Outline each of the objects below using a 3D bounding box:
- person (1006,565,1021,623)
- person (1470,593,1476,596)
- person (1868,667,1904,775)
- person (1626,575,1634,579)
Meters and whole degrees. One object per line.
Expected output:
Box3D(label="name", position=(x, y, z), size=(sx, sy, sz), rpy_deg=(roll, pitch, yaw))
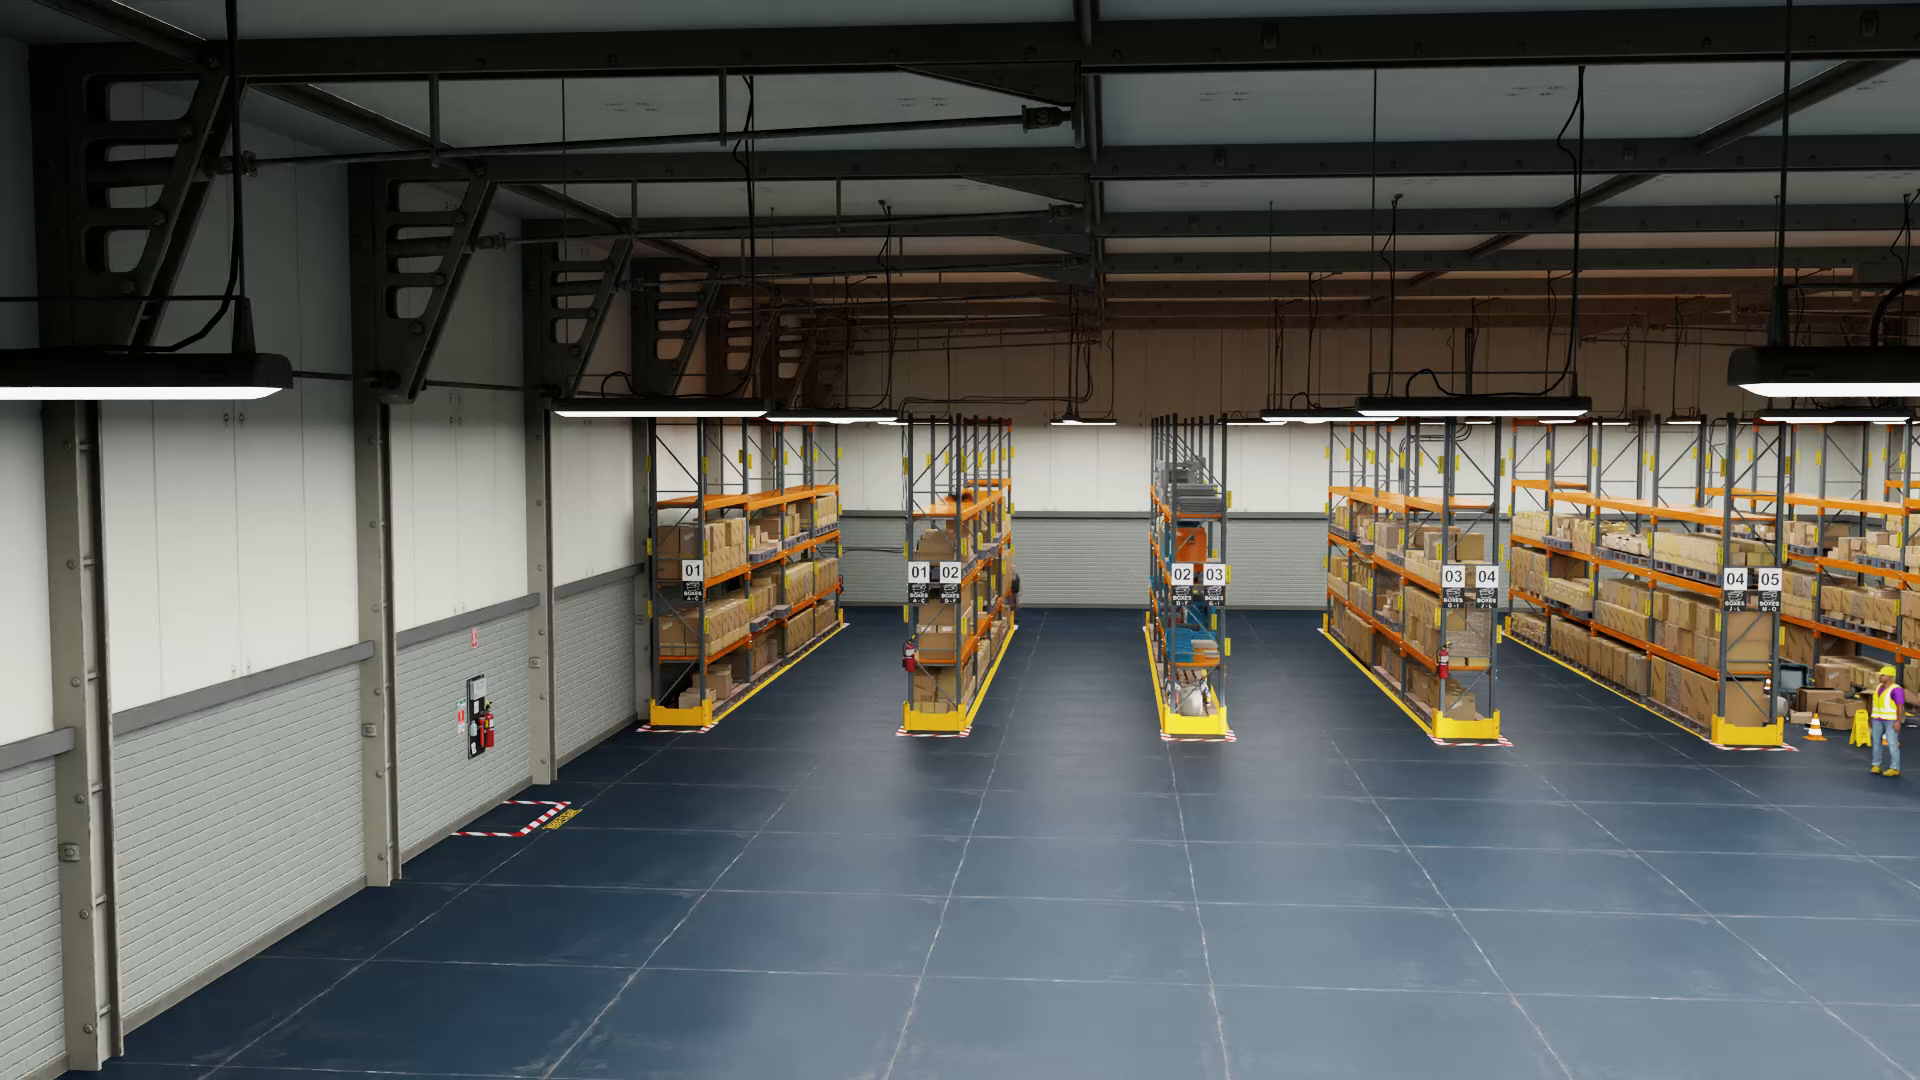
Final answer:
Box3D(label="person", position=(1.519, 1.570, 48.879), size=(0.615, 1.698, 0.541), rpy_deg=(4, 5, 43))
Box3D(label="person", position=(14.209, 1.709, 46.567), size=(0.587, 1.754, 0.866), rpy_deg=(3, 5, 34))
Box3D(label="person", position=(15.332, 2.982, 27.554), size=(0.436, 1.772, 0.580), rpy_deg=(-2, 5, -33))
Box3D(label="person", position=(18.067, 1.831, 45.123), size=(0.580, 1.781, 0.596), rpy_deg=(1, 4, 18))
